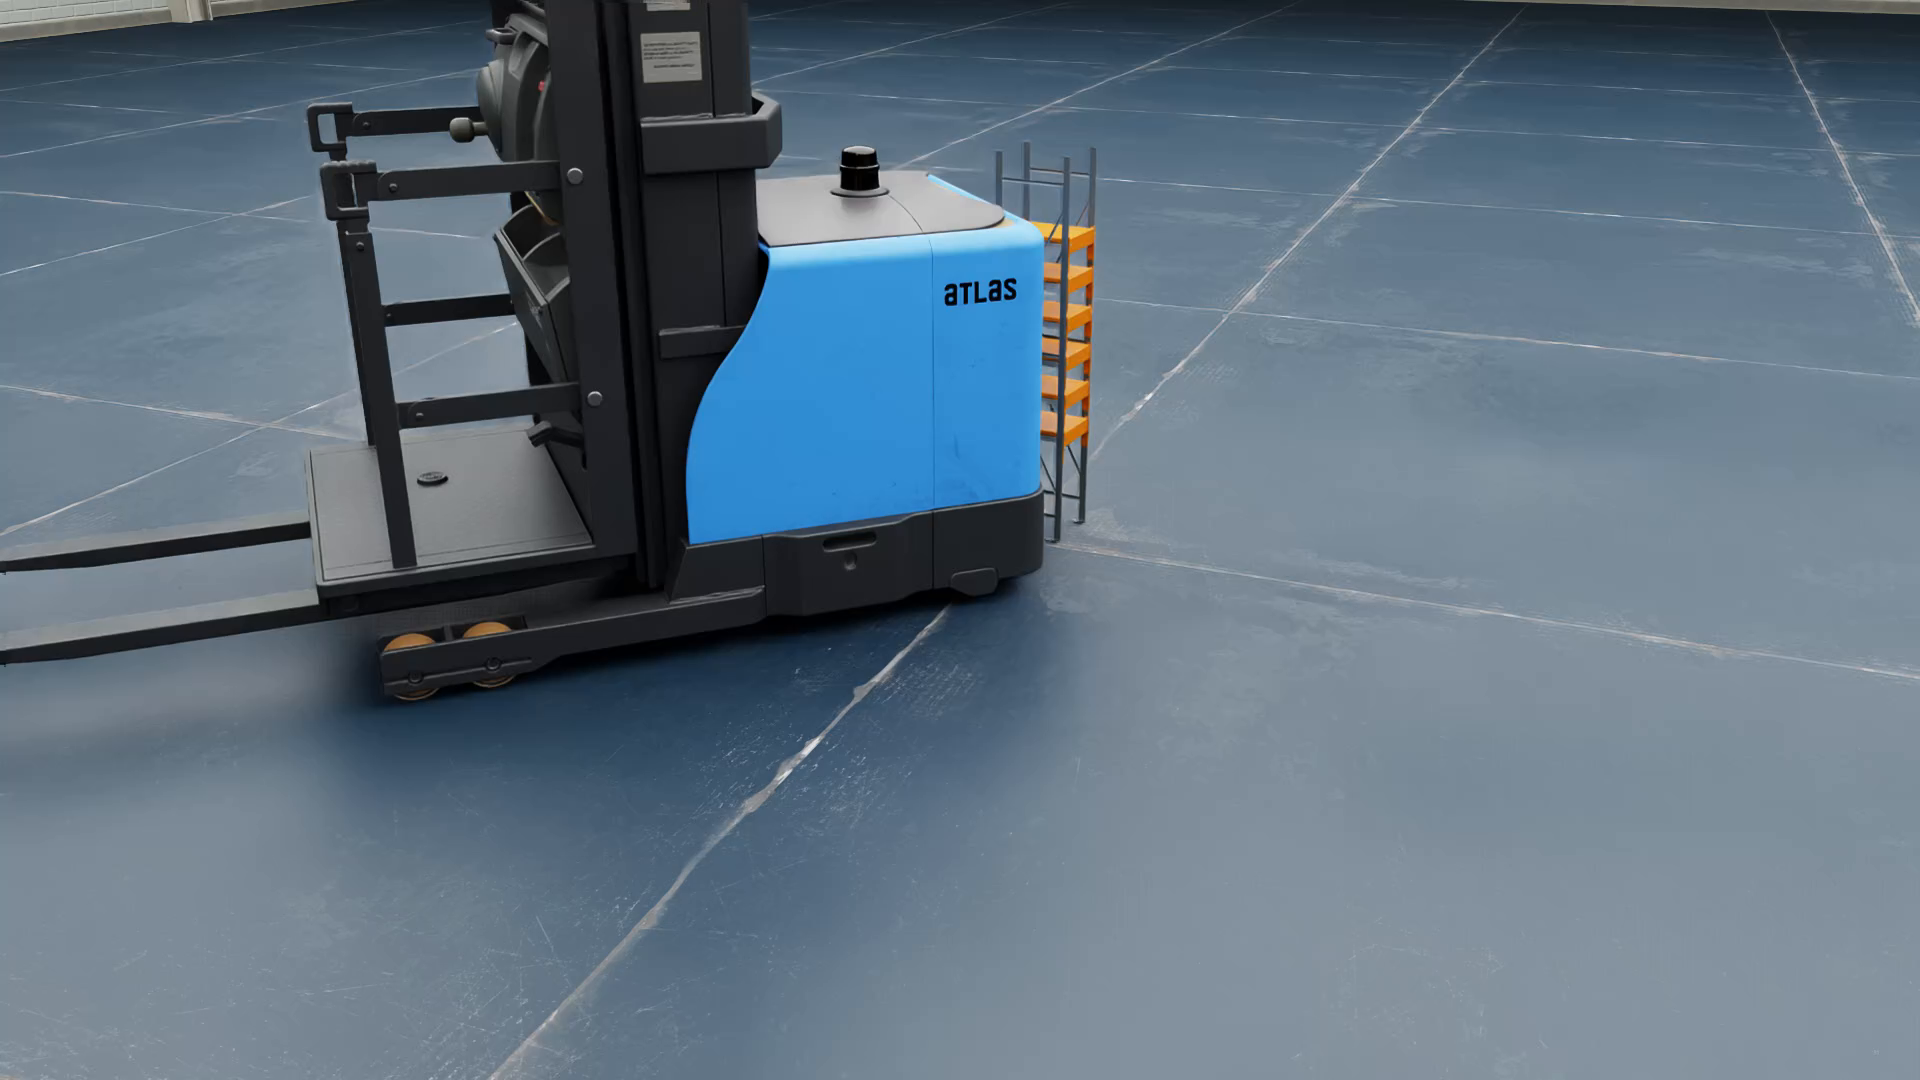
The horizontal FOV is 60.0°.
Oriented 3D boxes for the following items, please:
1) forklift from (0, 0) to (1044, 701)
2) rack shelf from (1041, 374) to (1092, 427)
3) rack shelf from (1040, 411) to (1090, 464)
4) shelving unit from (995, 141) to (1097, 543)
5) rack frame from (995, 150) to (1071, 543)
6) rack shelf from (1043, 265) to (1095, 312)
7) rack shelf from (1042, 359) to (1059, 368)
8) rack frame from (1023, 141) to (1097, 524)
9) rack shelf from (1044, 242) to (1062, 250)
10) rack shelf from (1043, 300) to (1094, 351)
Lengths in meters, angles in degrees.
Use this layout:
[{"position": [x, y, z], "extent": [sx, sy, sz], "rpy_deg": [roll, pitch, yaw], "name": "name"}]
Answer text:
[{"position": [-1.325, -1.131, 4.268], "extent": [3.031, 2.843, 1.129], "rpy_deg": [-9, 24, -20], "name": "forklift"}, {"position": [0.255, -0.446, 5.187], "extent": [0.258, 0.103, 0.180], "rpy_deg": [12, 25, 26], "name": "rack shelf"}, {"position": [0.255, -0.335, 5.233], "extent": [0.258, 0.103, 0.180], "rpy_deg": [12, 25, 26], "name": "rack shelf"}, {"position": [0.255, -0.598, 5.123], "extent": [0.258, 1.200, 0.189], "rpy_deg": [12, 25, 26], "name": "shelving unit"}, {"position": [0.211, -0.567, 5.049], "extent": [0.240, 1.200, 0.006], "rpy_deg": [12, 25, 26], "name": "rack frame"}, {"position": [0.255, -0.778, 5.048], "extent": [0.258, 0.103, 0.180], "rpy_deg": [12, 25, 26], "name": "rack shelf"}, {"position": [0.255, -0.575, 5.133], "extent": [0.199, 0.020, 0.166], "rpy_deg": [12, 25, 26], "name": "rack shelf"}, {"position": [0.299, -0.629, 5.197], "extent": [0.240, 1.200, 0.006], "rpy_deg": [12, 25, 26], "name": "rack frame"}, {"position": [0.255, -0.907, 4.994], "extent": [0.199, 0.020, 0.166], "rpy_deg": [12, 25, 26], "name": "rack shelf"}, {"position": [0.255, -0.667, 5.094], "extent": [0.258, 0.103, 0.180], "rpy_deg": [12, 25, 26], "name": "rack shelf"}]
